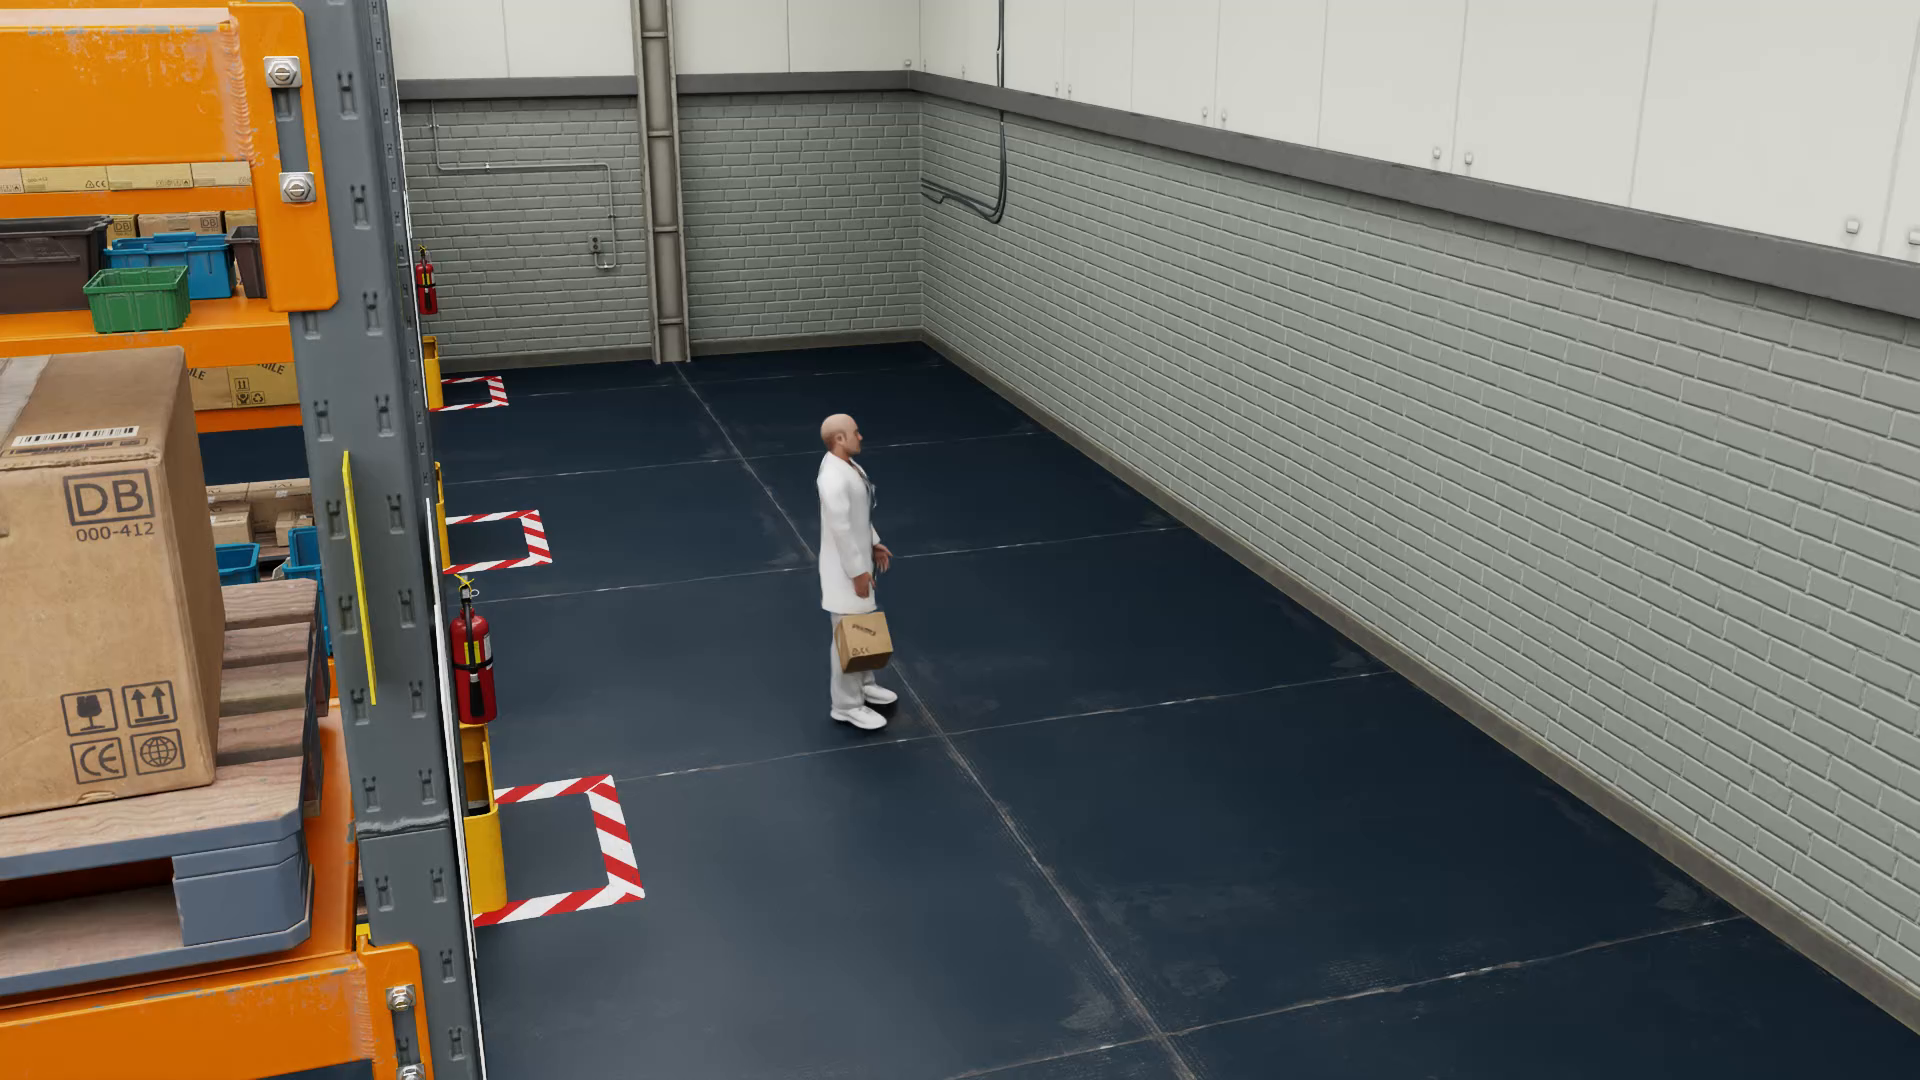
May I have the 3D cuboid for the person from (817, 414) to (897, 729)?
[{"bbox_3d":[-0.593,0.157,9.558,0.439,1.794,0.604,0,19,-1],"label":"person"}]
